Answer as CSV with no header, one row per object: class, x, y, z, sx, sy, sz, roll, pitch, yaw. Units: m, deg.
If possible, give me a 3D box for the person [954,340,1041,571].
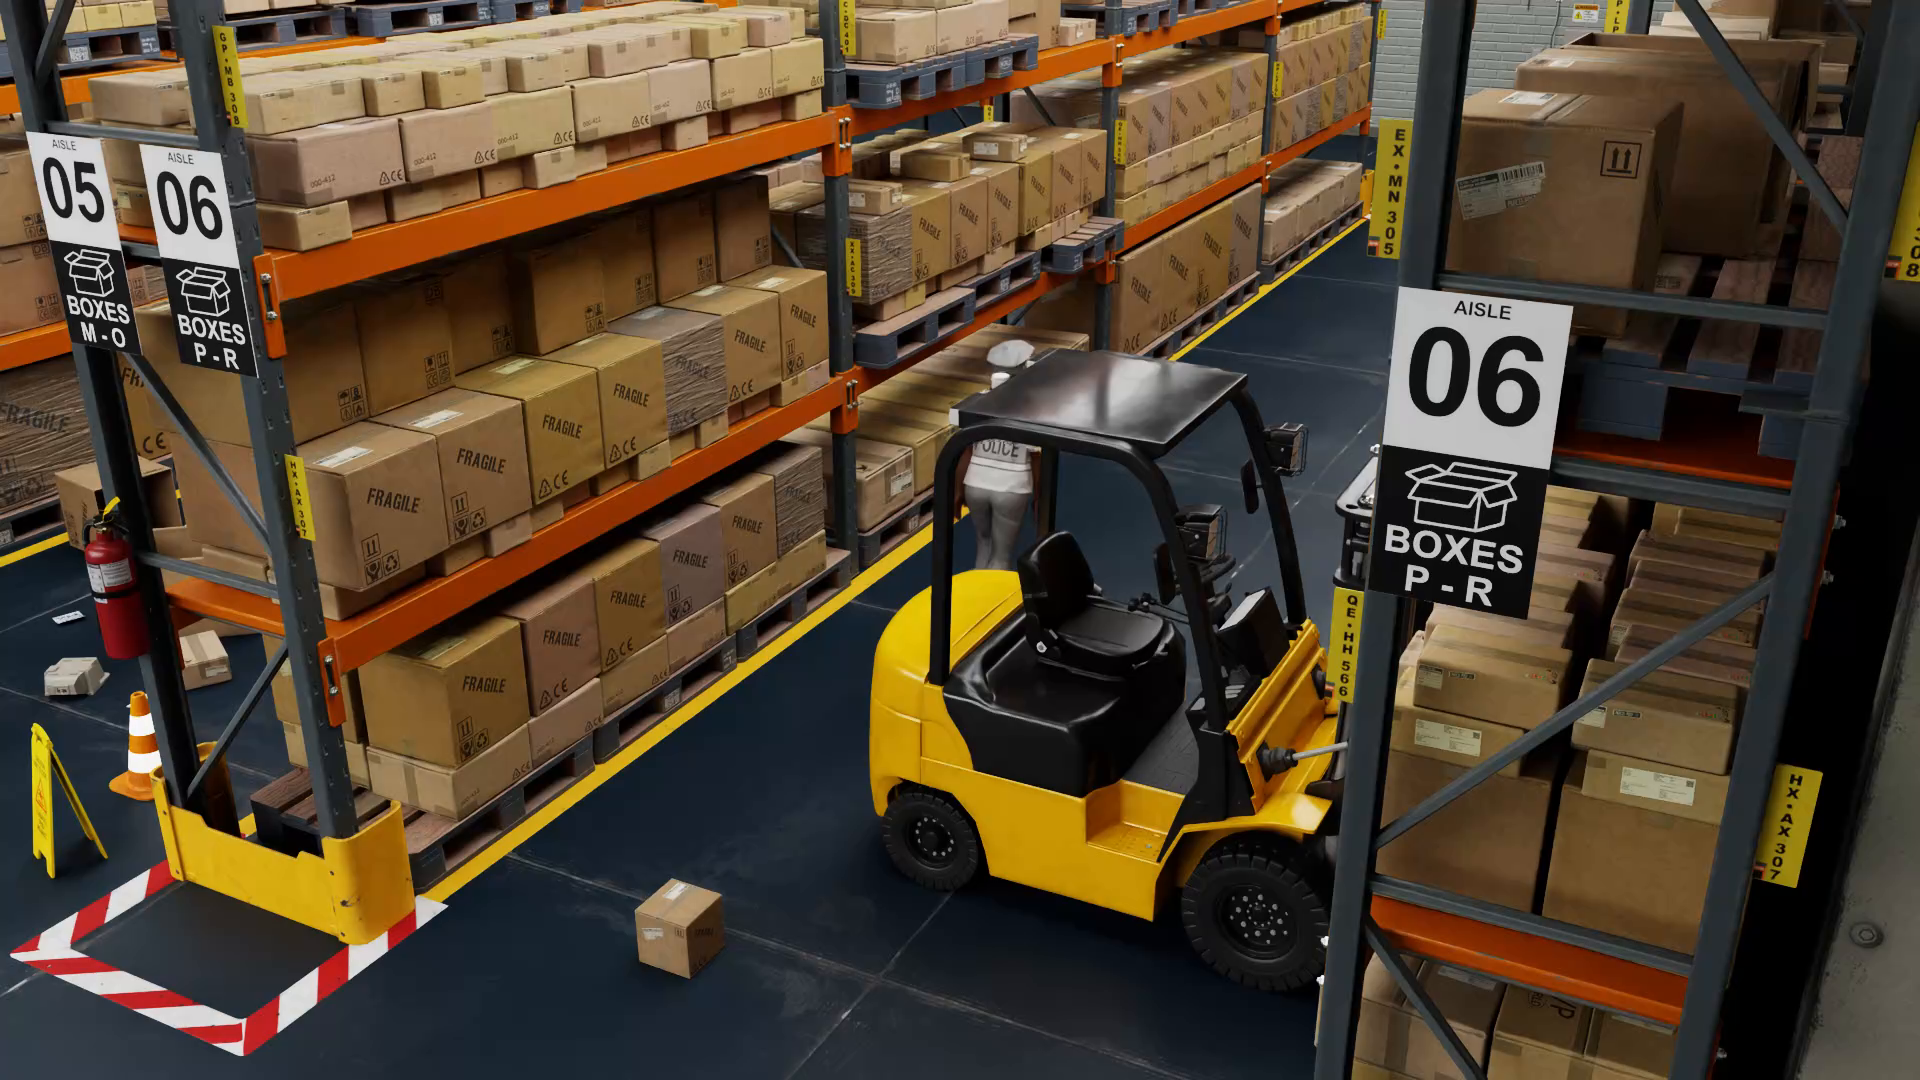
person,0.212,-0.214,9.131,0.475,1.728,0.511,10,25,22
